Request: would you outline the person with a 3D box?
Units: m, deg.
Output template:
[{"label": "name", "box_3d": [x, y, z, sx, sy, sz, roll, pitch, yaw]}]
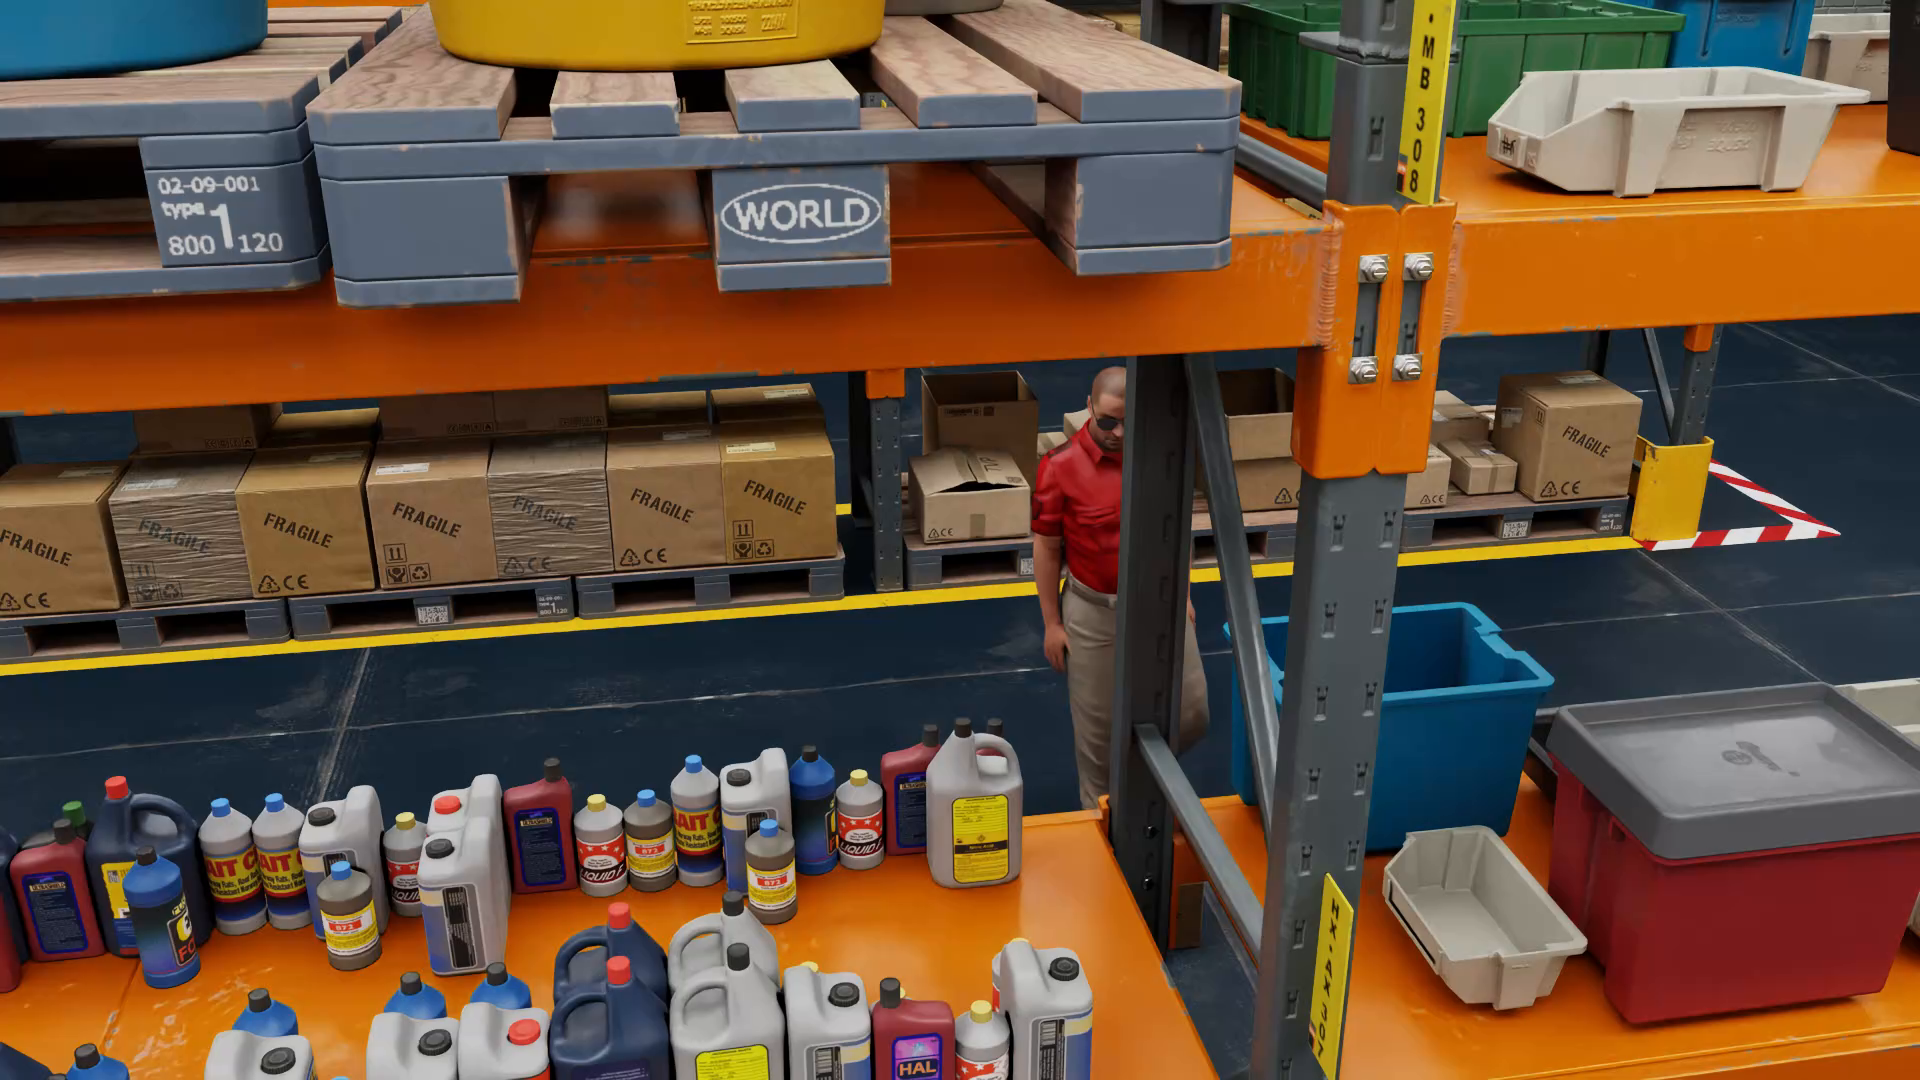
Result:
[{"label": "person", "box_3d": [0.547, 0.279, 5.423, 0.571, 1.725, 0.534, -7, 24, -15]}]
